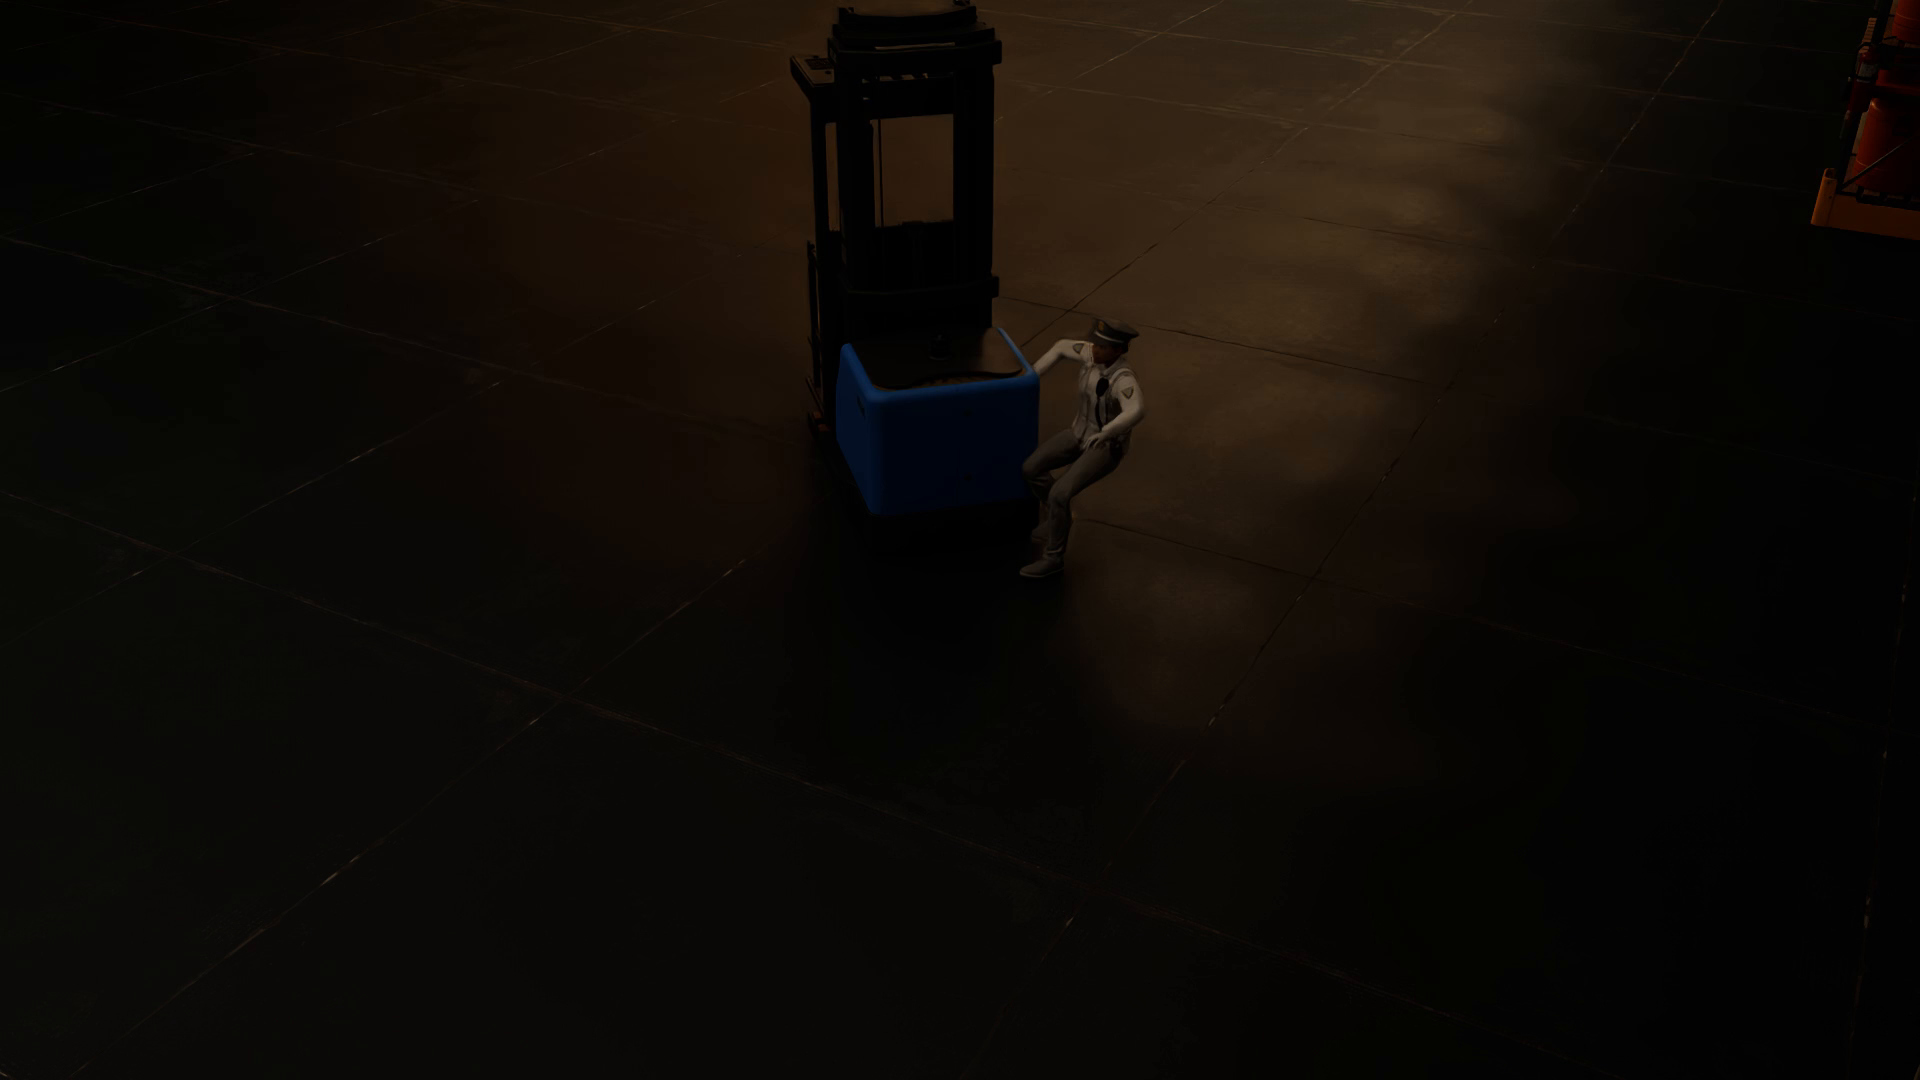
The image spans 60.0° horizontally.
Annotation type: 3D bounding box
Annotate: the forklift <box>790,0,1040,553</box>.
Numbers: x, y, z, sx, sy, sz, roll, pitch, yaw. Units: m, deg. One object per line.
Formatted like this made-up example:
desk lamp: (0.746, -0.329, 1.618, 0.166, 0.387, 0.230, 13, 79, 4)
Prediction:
forklift: (-0.402, -1.919, 10.395, 1.130, 2.935, 3.031, -8, 31, -13)

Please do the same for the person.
person: (0.604, -0.562, 9.500, 0.786, 1.464, 1.009, -19, 35, -30)
